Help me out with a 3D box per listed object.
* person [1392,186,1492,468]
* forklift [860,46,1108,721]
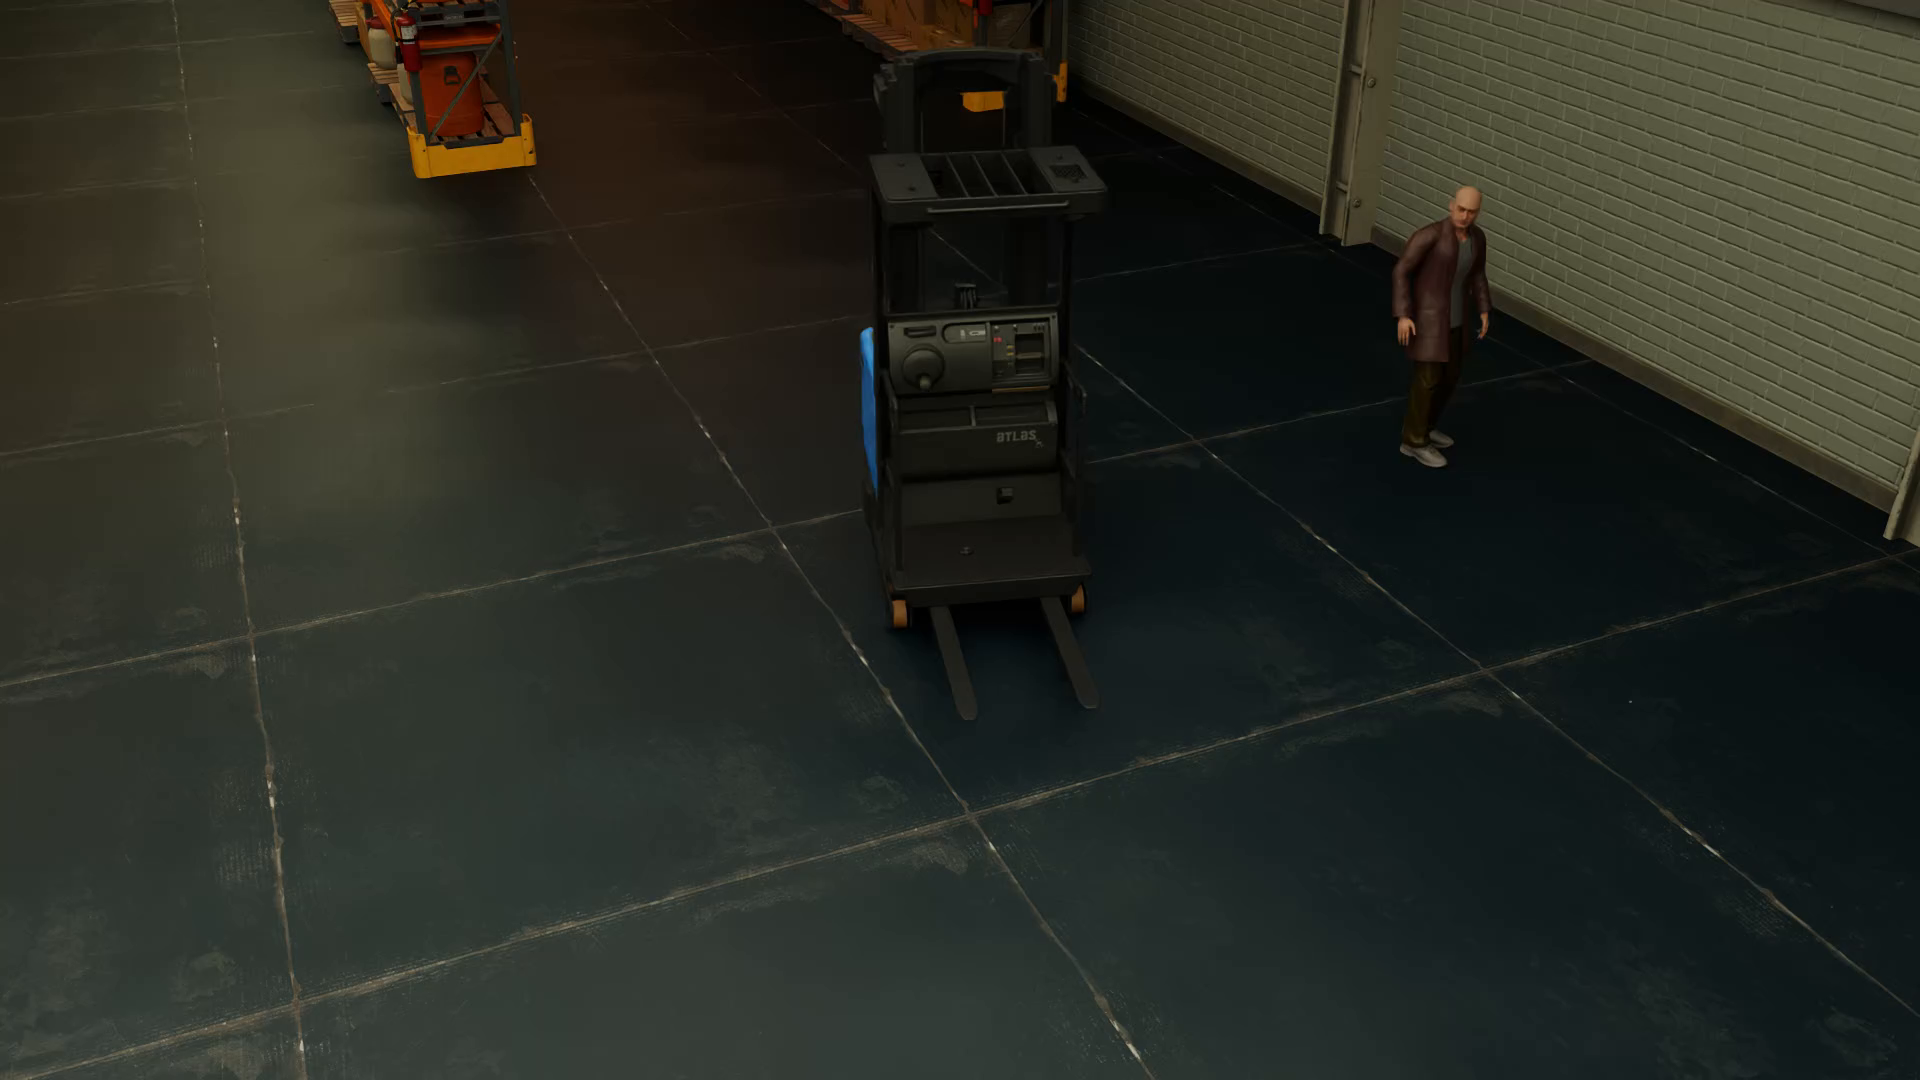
[{"bbox_3d":[3.155,-1.382,10.706,0.769,1.772,0.561,-17,34,-27],"label":"person"},{"bbox_3d":[0.111,-0.971,8.818,1.130,2.935,3.031,-5,30,-8],"label":"forklift"}]
